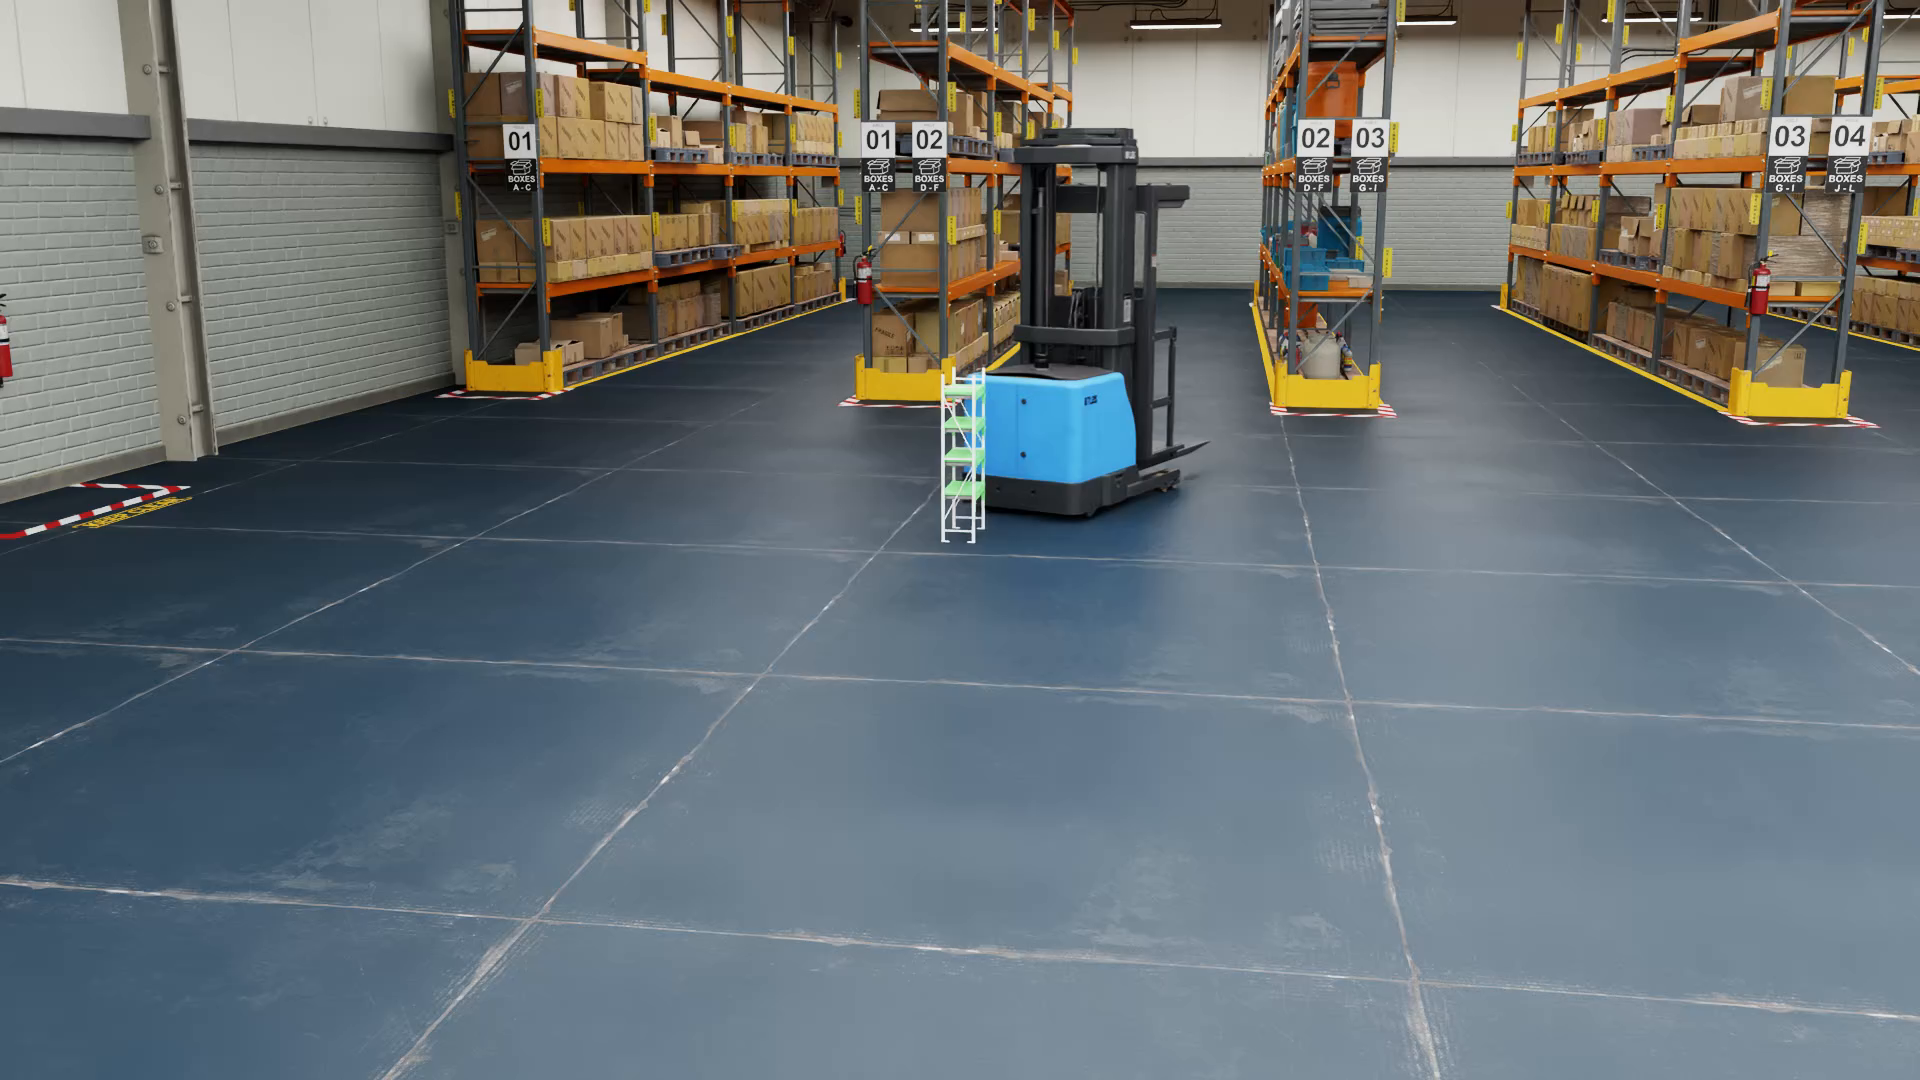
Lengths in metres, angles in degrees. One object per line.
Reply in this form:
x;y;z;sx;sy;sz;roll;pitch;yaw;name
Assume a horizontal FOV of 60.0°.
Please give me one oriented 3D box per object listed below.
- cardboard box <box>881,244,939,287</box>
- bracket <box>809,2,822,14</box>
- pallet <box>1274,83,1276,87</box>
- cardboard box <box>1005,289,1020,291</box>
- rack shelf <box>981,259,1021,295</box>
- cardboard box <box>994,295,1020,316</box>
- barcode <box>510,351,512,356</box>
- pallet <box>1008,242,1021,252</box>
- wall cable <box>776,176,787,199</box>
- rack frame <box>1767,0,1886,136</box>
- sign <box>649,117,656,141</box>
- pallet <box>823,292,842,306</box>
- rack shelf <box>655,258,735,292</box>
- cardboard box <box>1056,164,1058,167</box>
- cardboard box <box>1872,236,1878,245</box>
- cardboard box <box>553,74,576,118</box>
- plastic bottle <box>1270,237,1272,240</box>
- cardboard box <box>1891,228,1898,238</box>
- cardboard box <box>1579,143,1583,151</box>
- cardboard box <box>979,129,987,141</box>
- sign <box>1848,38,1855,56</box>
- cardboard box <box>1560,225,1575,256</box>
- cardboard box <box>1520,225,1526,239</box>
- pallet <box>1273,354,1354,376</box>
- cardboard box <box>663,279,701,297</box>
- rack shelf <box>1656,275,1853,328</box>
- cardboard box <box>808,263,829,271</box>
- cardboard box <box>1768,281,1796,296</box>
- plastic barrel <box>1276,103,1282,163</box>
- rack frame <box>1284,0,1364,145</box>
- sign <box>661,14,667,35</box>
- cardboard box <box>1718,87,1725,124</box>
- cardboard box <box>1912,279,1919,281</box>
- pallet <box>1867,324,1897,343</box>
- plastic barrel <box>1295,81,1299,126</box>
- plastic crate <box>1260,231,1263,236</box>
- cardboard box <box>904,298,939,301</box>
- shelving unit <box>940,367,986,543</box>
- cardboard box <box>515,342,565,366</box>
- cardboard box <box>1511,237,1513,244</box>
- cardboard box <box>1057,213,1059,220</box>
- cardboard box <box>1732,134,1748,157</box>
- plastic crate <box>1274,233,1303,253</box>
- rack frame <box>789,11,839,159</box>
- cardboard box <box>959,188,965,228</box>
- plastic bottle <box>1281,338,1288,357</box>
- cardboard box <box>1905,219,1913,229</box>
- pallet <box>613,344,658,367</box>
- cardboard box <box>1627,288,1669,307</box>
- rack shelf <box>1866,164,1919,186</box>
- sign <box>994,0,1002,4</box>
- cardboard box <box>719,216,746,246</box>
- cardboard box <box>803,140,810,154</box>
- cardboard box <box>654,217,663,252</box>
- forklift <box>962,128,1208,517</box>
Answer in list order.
-0.559;-3.304;19.965;0.700;0.500;0.500;2;12;9;cardboard box
-3.231;-11.833;36.995;0.235;0.232;0.430;2;12;9;bracket
5.999;-7.966;28.995;1.003;0.211;1.213;2;12;9;pallet
1.014;-4.011;28.374;0.500;0.500;0.500;1;12;7;cardboard box
0.279;-4.055;25.398;1.077;0.370;4.000;2;12;9;rack shelf
0.676;-3.733;26.394;0.500;0.311;0.500;2;12;8;cardboard box
-5.736;-2.381;21.236;0.001;0.075;0.075;2;12;9;barcode
0.881;-5.134;29.153;1.003;0.211;1.213;2;12;9;pallet
-3.816;-7.442;36.995;0.084;1.984;1.851;2;12;9;wall cable
9.144;-5.769;17.402;1.000;3.000;0.127;2;12;9;rack frame
-4.386;-5.853;23.687;0.100;0.325;0.005;2;12;9;sign
-3.124;-5.116;35.232;1.003;0.211;1.213;2;12;9;pallet
-4.616;-4.215;26.139;1.077;0.370;4.000;2;12;9;rack shelf
1.602;-7.246;31.732;0.500;0.250;0.500;2;12;9;cardboard box
15.165;-4.896;27.190;0.380;0.149;0.250;2;12;8;cardboard box
-5.113;-5.506;20.646;0.500;0.500;0.500;2;12;8;cardboard box
5.481;-5.190;29.234;0.061;0.283;0.133;2;12;9;plastic bottle
15.043;-4.880;26.408;0.380;0.149;0.250;2;12;8;cardboard box
10.613;-6.578;27.875;0.380;0.149;0.250;1;12;6;cardboard box
0.076;-5.717;23.640;0.500;0.250;0.500;3;13;15;cardboard box
17.036;-9.430;31.795;0.100;0.325;0.005;2;12;9;sign
10.518;-5.087;28.238;0.500;0.500;0.500;2;12;7;cardboard box
11.110;-5.935;32.062;0.500;0.250;0.500;1;12;7;cardboard box
4.721;-2.328;22.293;1.003;0.211;1.213;2;12;9;pallet
-4.517;-4.074;26.889;0.500;0.250;0.500;2;12;10;cardboard box
9.452;-2.901;20.041;1.077;0.370;4.000;2;12;9;rack shelf
-2.965;-5.714;34.784;0.380;0.149;0.250;2;12;10;cardboard box
8.984;-2.779;18.366;0.380;0.149;0.250;2;12;9;cardboard box
5.140;-6.209;25.376;0.600;0.901;0.600;0;12;0;plastic barrel
4.865;-6.762;22.010;1.000;3.000;0.127;2;12;9;rack frame
-4.857;-8.467;27.328;0.100;0.325;0.005;2;12;9;sign
9.942;-5.472;21.014;0.500;0.500;0.500;2;12;7;cardboard box
15.851;-4.122;27.157;0.500;0.250;0.500;1;12;6;cardboard box
15.572;-3.372;27.141;1.003;0.211;1.213;2;12;9;pallet
4.607;-5.542;21.284;0.600;0.901;0.708;2;12;9;plastic barrel
6.246;-6.097;33.419;0.416;0.233;0.300;2;12;9;plastic crate
-0.478;-3.028;22.672;0.500;0.500;0.500;2;12;9;cardboard box
0.025;-0.621;12.027;0.258;1.200;0.503;2;12;9;shelving unit
-5.344;-2.359;21.159;0.500;0.311;0.500;0;12;2;cardboard box
11.224;-5.981;33.222;0.380;0.149;0.250;2;12;9;cardboard box
1.631;-6.390;31.913;0.500;0.500;0.500;1;12;7;cardboard box
9.041;-4.442;18.720;0.500;0.250;0.500;2;12;9;cardboard box
4.930;-4.367;24.984;0.402;0.464;0.583;2;12;9;plastic crate
-3.078;-9.581;35.090;1.000;3.000;0.127;2;12;9;rack frame
-0.322;-4.268;21.359;0.700;0.500;0.500;2;12;9;cardboard box
4.208;-2.428;21.385;0.144;0.351;0.185;2;12;11;plastic bottle
14.964;-4.917;25.875;0.380;0.149;0.250;2;12;10;cardboard box
-4.992;-2.646;23.771;1.003;0.211;1.213;2;12;9;pallet
10.230;-3.610;24.733;0.500;0.250;0.500;3;13;15;cardboard box
15.568;-5.851;26.609;1.077;0.370;4.000;2;12;9;rack shelf
0.516;-7.434;22.536;0.100;0.325;0.005;2;12;9;sign
-3.981;-5.280;28.382;0.500;0.500;0.500;2;12;10;cardboard box
-3.234;-7.704;32.622;0.500;0.250;0.500;2;12;7;cardboard box
-4.812;-4.519;24.561;0.700;0.500;0.500;2;12;9;cardboard box
1.197;-1.872;13.724;1.130;2.935;3.031;7;14;30;forklift
